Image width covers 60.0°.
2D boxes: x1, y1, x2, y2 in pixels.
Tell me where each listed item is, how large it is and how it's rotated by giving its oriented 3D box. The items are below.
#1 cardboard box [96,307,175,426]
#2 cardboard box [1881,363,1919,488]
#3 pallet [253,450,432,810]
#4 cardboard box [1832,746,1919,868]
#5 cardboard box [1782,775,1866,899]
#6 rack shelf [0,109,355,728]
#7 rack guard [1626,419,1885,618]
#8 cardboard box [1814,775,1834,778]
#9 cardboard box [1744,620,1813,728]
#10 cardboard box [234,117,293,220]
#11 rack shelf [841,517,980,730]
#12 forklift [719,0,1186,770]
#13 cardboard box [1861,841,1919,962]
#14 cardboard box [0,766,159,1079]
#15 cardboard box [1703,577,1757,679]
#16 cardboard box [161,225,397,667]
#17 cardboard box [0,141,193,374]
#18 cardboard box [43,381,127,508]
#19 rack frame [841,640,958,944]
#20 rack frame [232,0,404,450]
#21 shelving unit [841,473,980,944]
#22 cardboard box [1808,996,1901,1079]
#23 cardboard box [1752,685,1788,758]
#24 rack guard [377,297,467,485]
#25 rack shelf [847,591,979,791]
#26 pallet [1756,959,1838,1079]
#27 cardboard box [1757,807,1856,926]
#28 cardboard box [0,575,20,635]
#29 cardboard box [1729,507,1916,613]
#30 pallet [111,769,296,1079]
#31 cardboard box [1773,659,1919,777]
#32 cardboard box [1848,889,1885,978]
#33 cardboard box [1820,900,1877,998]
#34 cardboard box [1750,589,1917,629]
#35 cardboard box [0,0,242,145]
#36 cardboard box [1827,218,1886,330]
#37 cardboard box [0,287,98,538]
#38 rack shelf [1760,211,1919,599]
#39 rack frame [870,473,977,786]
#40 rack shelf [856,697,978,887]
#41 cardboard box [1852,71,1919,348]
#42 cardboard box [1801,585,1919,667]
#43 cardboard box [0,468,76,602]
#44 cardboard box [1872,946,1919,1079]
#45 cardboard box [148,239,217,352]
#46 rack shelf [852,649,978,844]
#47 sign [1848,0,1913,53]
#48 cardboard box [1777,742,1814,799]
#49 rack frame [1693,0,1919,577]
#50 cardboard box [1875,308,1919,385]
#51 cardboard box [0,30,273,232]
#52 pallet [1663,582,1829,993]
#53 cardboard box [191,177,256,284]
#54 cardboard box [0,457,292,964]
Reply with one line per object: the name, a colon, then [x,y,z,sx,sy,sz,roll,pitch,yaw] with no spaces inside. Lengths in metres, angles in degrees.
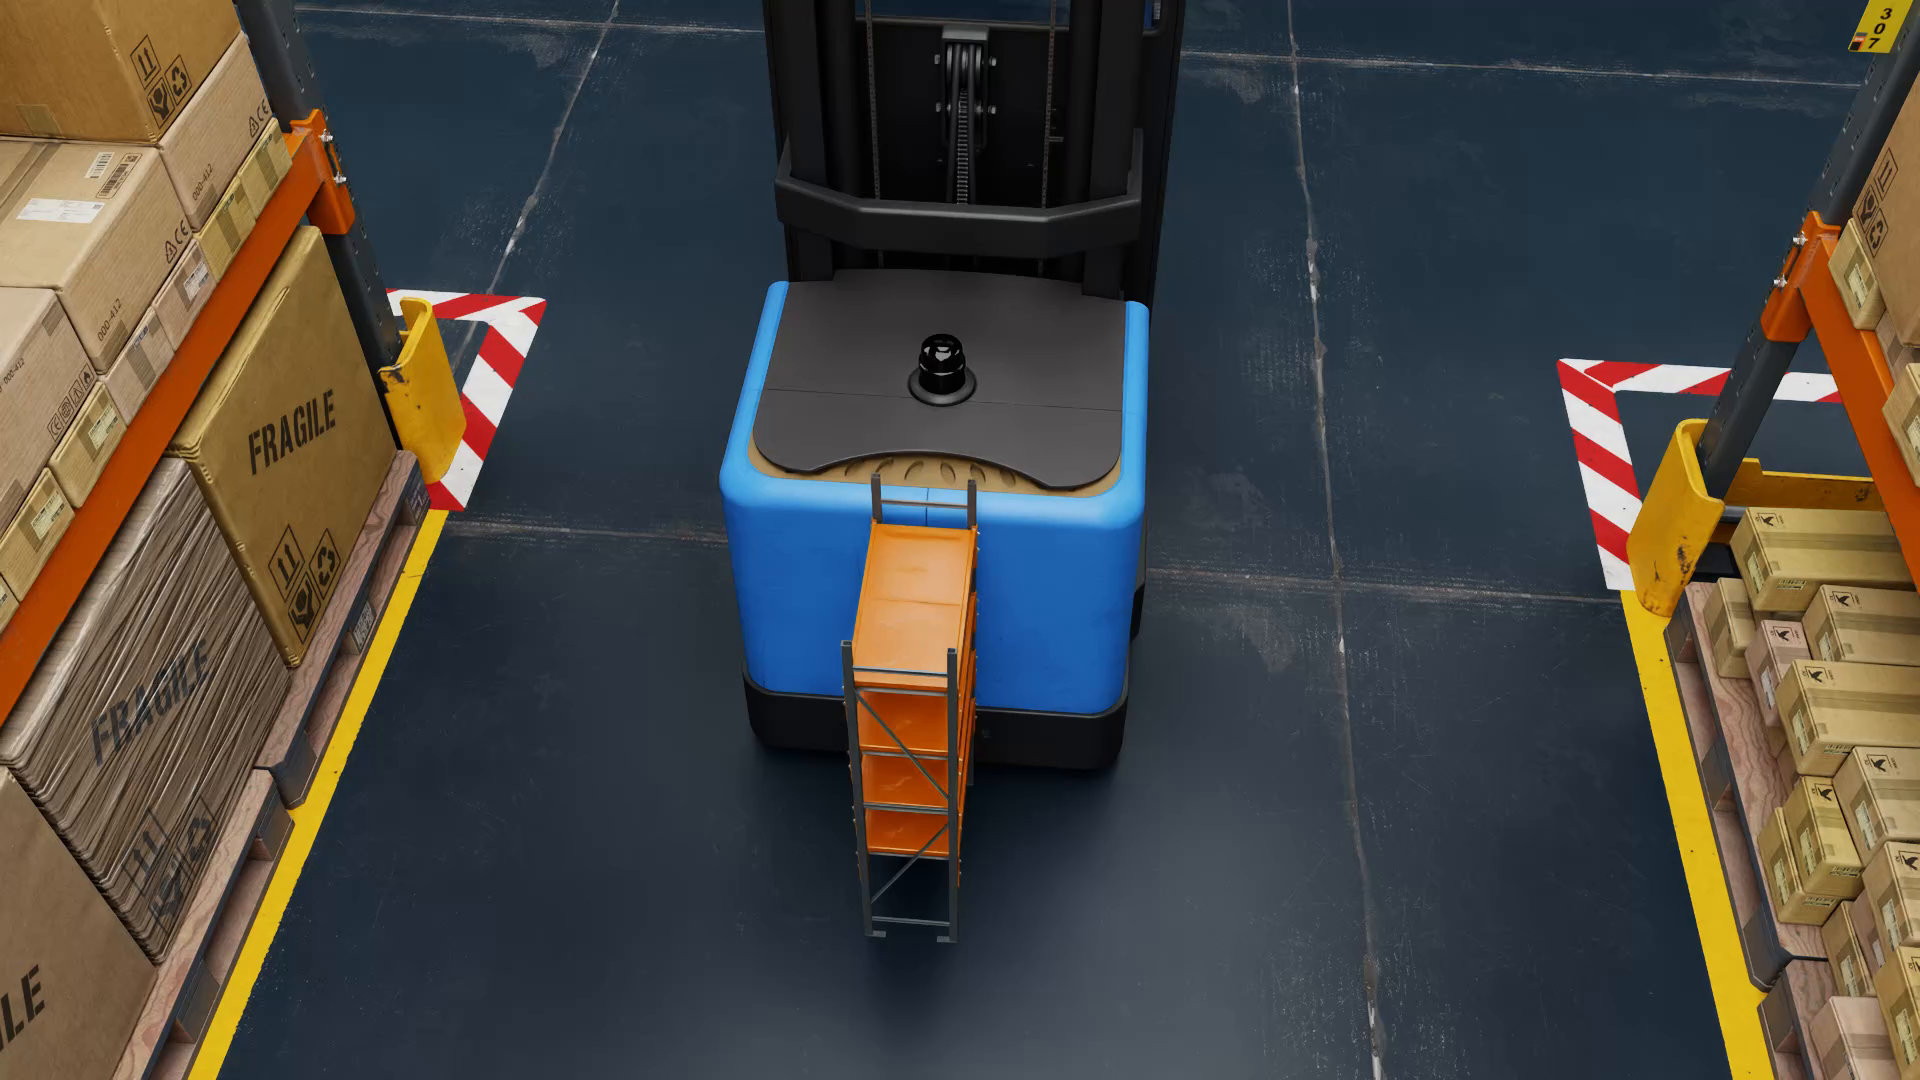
cardboard box: [-2.031,-0.406,3.759,0.380,0.149,0.250,5,48,4]
cardboard box: [2.258,-0.242,3.609,0.380,0.149,0.250,3,48,2]
pallet: [-2.252,0.200,4.924,1.003,0.211,1.213,4,48,4]
cardboard box: [2.291,0.630,3.885,0.380,0.149,0.250,2,48,2]
cardboard box: [2.223,0.726,3.999,0.380,0.149,0.250,5,48,5]
rack shelf: [-2.439,0.378,3.359,1.077,0.370,4.000,4,48,4]
rack guard: [2.667,-0.027,4.936,1.175,0.500,0.348,4,48,4]
cardboard box: [2.355,0.545,4.165,0.380,0.149,0.250,4,48,4]
cardboard box: [2.289,0.359,4.335,0.380,0.149,0.250,4,48,3]
cardboard box: [-1.961,-0.966,4.271,0.380,0.149,0.250,5,48,4]
rack shelf: [-0.104,0.180,3.740,0.258,0.148,0.480,4,48,3]
forklift: [0.056,-1.449,4.589,1.130,2.935,3.031,4,48,3]
cardboard box: [2.257,0.833,3.699,0.380,0.149,0.250,6,48,5]
cardboard box: [-2.399,1.039,3.422,0.875,0.875,0.875,4,48,4]
cardboard box: [2.307,0.257,4.629,0.380,0.149,0.250,5,48,4]
cardboard box: [-2.235,-0.283,4.632,0.875,0.875,0.875,4,48,4]
cardboard box: [-2.083,-0.637,3.700,0.500,0.250,0.500,3,48,3]
cardboard box: [-2.053,-0.215,3.584,0.380,0.149,0.250,3,48,3]
rack frame: [-0.126,0.625,3.865,0.240,1.200,0.015,4,48,3]
rack frame: [-2.257,-1.334,4.438,1.000,3.000,0.127,4,48,4]
shelving unit: [-0.104,0.445,4.030,0.258,1.200,0.503,4,48,3]
cardboard box: [2.179,1.190,3.776,0.380,0.149,0.250,2,48,2]
cardboard box: [2.365,0.455,4.448,0.380,0.149,0.250,4,48,3]
rack guard: [-2.254,-0.508,5.376,1.175,0.500,0.348,4,48,4]
rack shelf: [-0.104,0.340,3.914,0.258,0.148,0.480,4,48,3]
pallet: [2.444,1.559,3.681,1.003,0.211,1.213,4,48,4]
cardboard box: [2.216,0.819,4.116,0.380,0.149,0.250,4,48,4]
cardboard box: [-2.101,0.158,3.243,0.380,0.149,0.250,5,48,4]
cardboard box: [2.287,0.055,4.411,0.380,0.149,0.250,2,48,2]
pallet: [-2.365,1.094,4.107,1.003,0.211,1.213,4,48,4]
cardboard box: [2.232,0.443,4.057,0.380,0.149,0.250,4,48,3]
cardboard box: [2.294,0.927,3.815,0.380,0.149,0.250,2,48,2]
cardboard box: [2.288,1.013,3.939,0.380,0.149,0.250,4,48,4]
cardboard box: [2.370,0.161,4.516,0.380,0.149,0.250,6,48,5]
cardboard box: [-2.039,-1.261,3.763,0.500,0.500,0.500,4,48,4]
cardboard box: [2.318,-0.626,3.960,0.380,0.149,0.250,4,48,3]
cardboard box: [-2.129,-0.263,3.358,0.500,0.250,0.500,2,48,2]
rack shelf: [2.491,0.786,2.986,1.077,0.370,4.000,4,48,4]
rack frame: [-0.082,0.266,4.194,0.240,1.200,0.015,4,48,3]
rack shelf: [-0.104,0.625,4.226,0.258,0.148,0.480,4,48,3]
cardboard box: [2.357,-0.749,3.633,0.500,0.500,0.500,6,48,5]
cardboard box: [2.382,0.266,4.218,0.380,0.149,0.250,5,48,4]
cardboard box: [-2.076,-0.024,3.410,0.380,0.149,0.250,4,48,4]
cardboard box: [2.187,1.024,3.525,0.380,0.149,0.250,5,48,4]
cardboard box: [-2.007,-0.589,3.926,0.380,0.149,0.250,4,48,4]
rack shelf: [-0.104,0.491,4.079,0.258,0.148,0.480,4,48,3]
sign: [2.133,-1.255,3.778,0.100,0.325,0.005,4,48,4]
cardboard box: [2.349,0.638,4.281,0.380,0.149,0.250,4,48,4]
rack frame: [2.673,-0.926,4.065,1.000,3.000,0.127,4,48,4]
cardboard box: [2.336,-0.436,3.786,0.380,0.149,0.250,5,48,5]
cardboard box: [-2.036,-1.010,4.041,0.500,0.250,0.500,3,48,3]
pallet: [2.557,0.665,4.499,1.003,0.211,1.213,4,48,4]
cardboard box: [-1.983,-0.775,4.096,0.380,0.149,0.250,4,48,4]
cardboard box: [-2.318,0.385,4.020,0.875,0.875,0.875,4,48,4]
